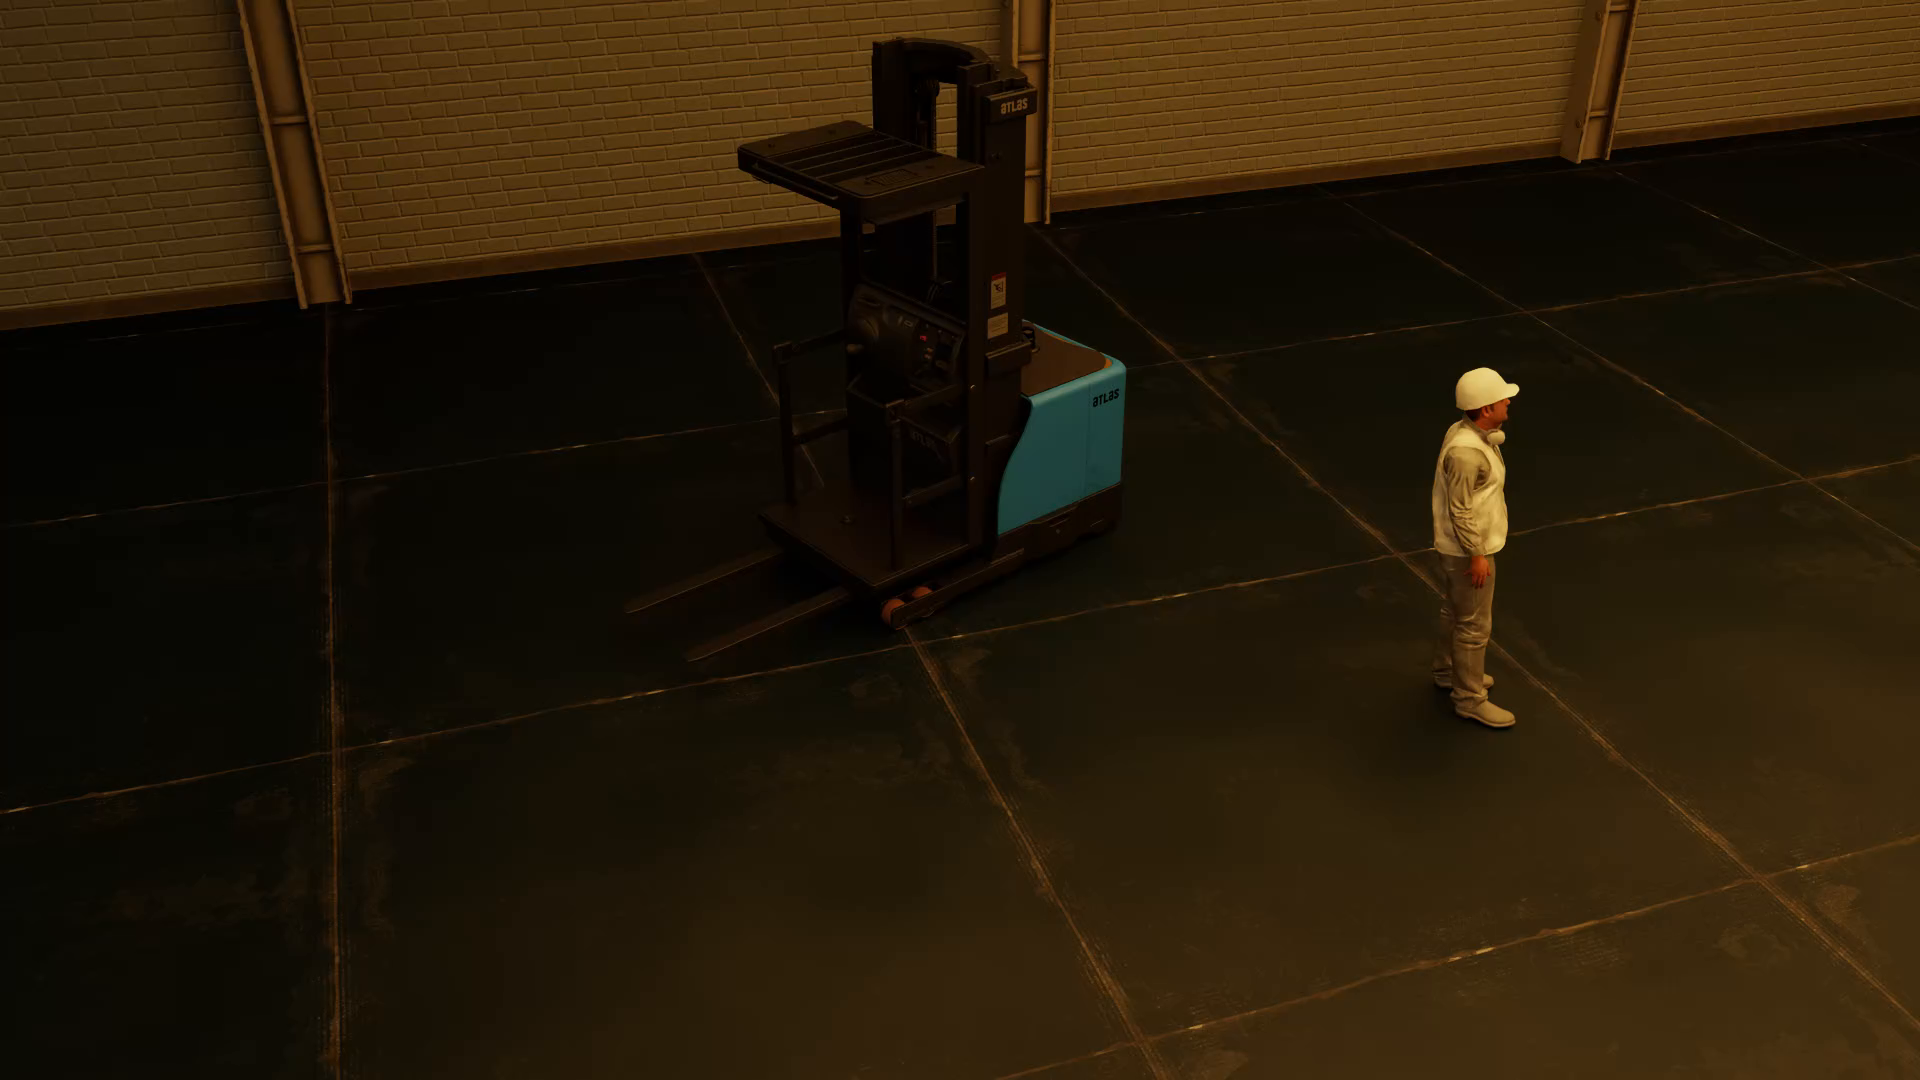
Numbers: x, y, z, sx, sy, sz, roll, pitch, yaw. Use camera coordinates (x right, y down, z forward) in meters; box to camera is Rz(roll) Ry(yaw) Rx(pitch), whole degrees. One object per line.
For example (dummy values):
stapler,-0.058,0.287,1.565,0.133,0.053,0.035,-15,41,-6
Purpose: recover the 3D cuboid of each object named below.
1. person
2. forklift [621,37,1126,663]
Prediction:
person,2.595,0.005,8.225,0.569,1.773,0.632,8,31,14
forklift,-0.461,-1.072,8.951,3.031,2.935,1.130,-23,37,-34
